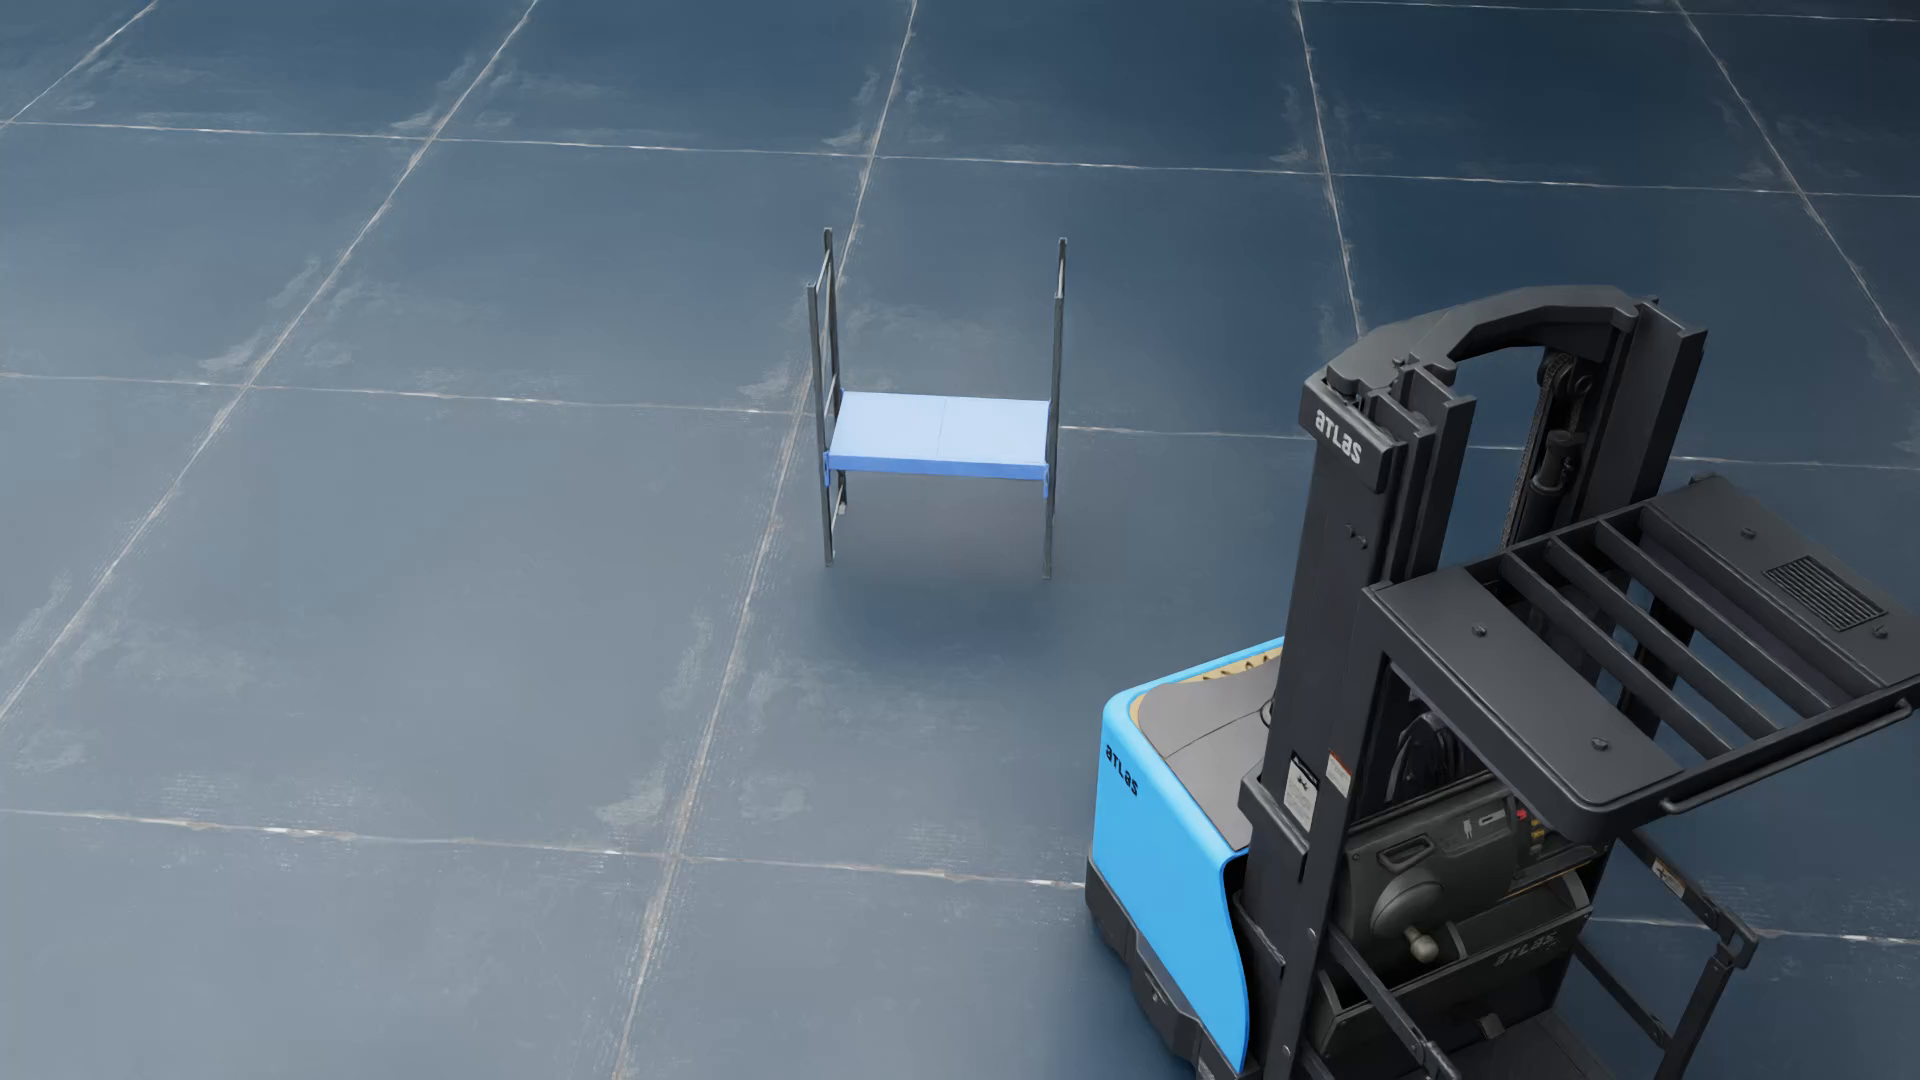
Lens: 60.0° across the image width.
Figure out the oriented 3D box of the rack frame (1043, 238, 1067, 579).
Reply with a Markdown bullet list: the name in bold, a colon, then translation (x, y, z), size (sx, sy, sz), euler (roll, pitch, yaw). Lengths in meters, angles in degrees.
- **rack frame**: translation (0.421, -0.559, 7.419), size (0.032, 1.500, 0.500), euler (3, 39, 4)

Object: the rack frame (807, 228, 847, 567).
- **rack frame**: translation (-0.591, -0.614, 7.487), size (0.032, 1.500, 0.500), euler (3, 39, 4)

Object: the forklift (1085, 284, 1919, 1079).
- **forklift**: translation (1.548, 0.936, 4.448), size (1.130, 2.935, 3.031), euler (-17, 42, -19)

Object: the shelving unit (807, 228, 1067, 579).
- **shelving unit**: translation (-0.085, -0.586, 7.453), size (1.048, 1.500, 0.538), euler (3, 39, 4)

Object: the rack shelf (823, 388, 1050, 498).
- **rack shelf**: translation (-0.085, -0.447, 7.566), size (1.000, 0.185, 0.538), euler (3, 39, 4)
